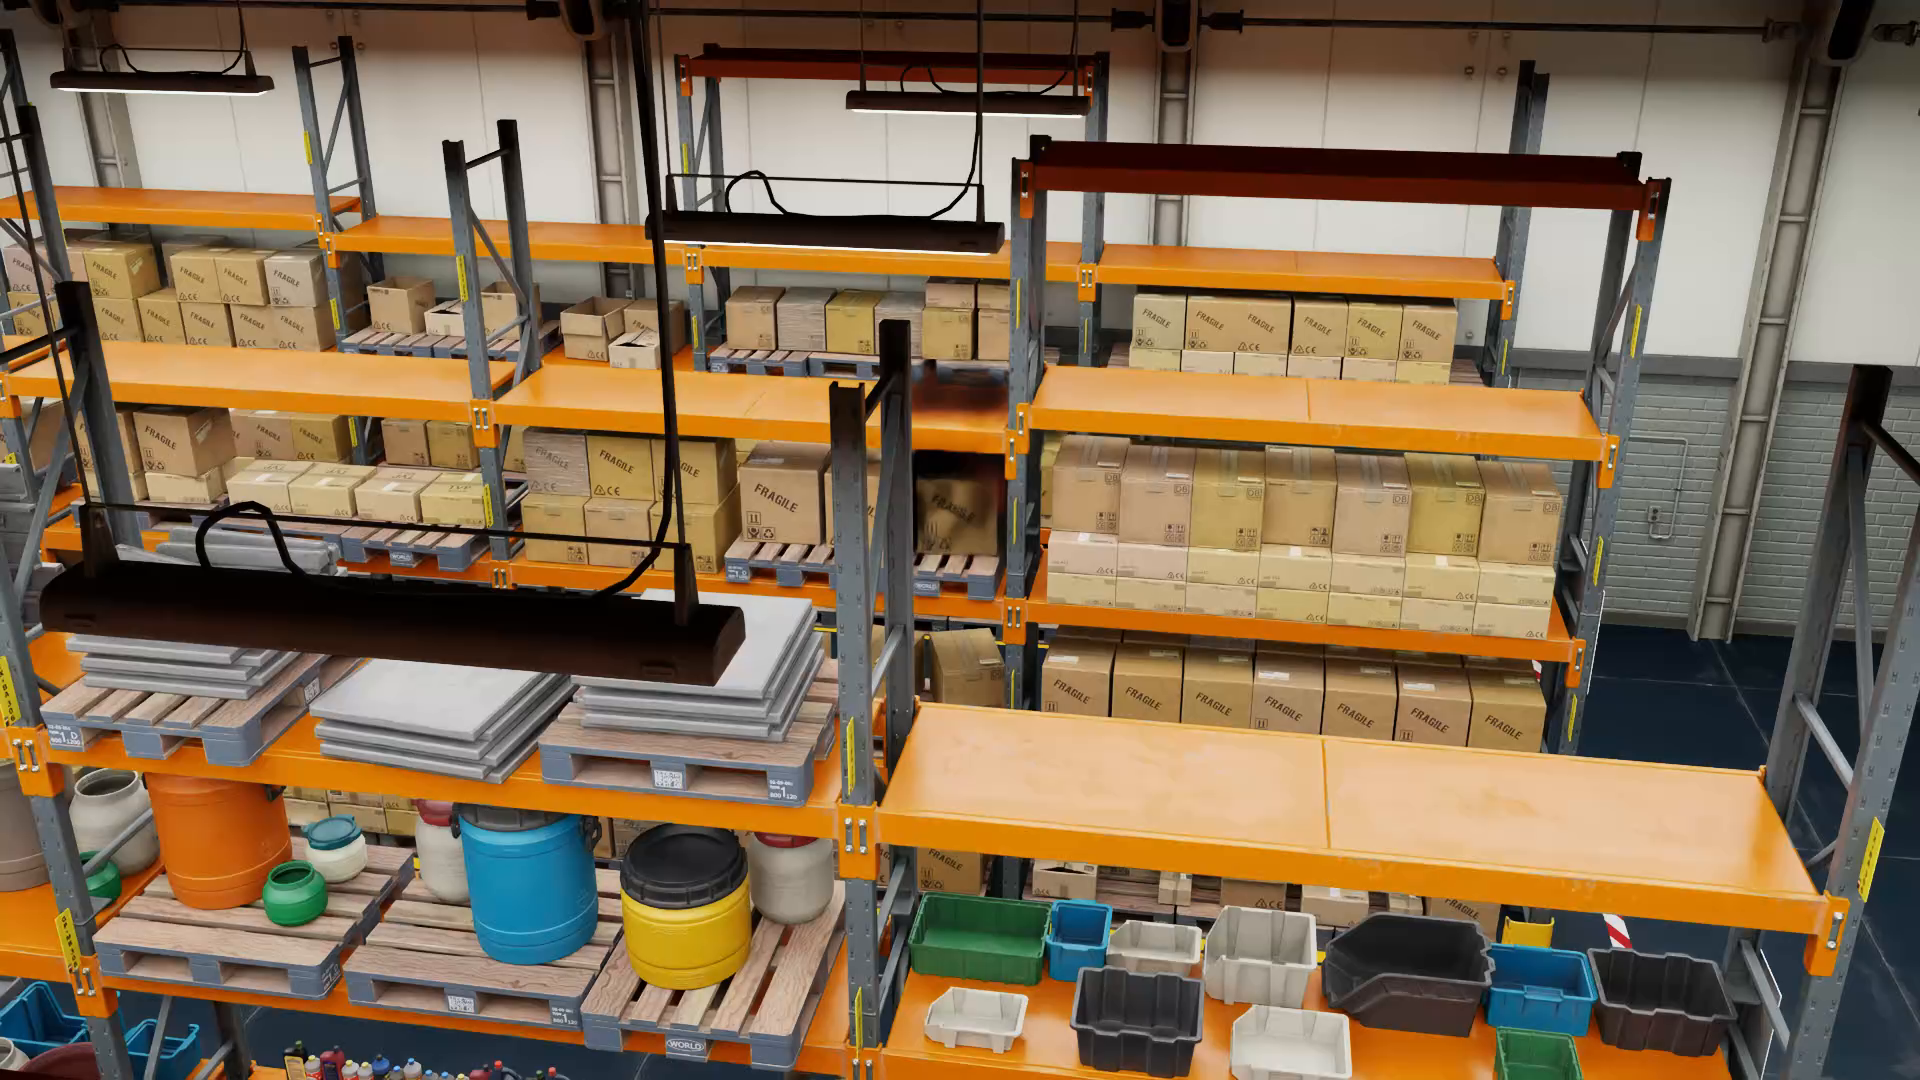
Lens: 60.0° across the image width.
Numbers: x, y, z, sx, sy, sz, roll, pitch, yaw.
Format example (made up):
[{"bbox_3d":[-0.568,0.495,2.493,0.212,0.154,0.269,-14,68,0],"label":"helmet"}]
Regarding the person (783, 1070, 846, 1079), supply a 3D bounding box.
[{"bbox_3d":[-0.931,3.152,10.542,0.687,1.736,0.428,-4,23,-9],"label":"person"}]
